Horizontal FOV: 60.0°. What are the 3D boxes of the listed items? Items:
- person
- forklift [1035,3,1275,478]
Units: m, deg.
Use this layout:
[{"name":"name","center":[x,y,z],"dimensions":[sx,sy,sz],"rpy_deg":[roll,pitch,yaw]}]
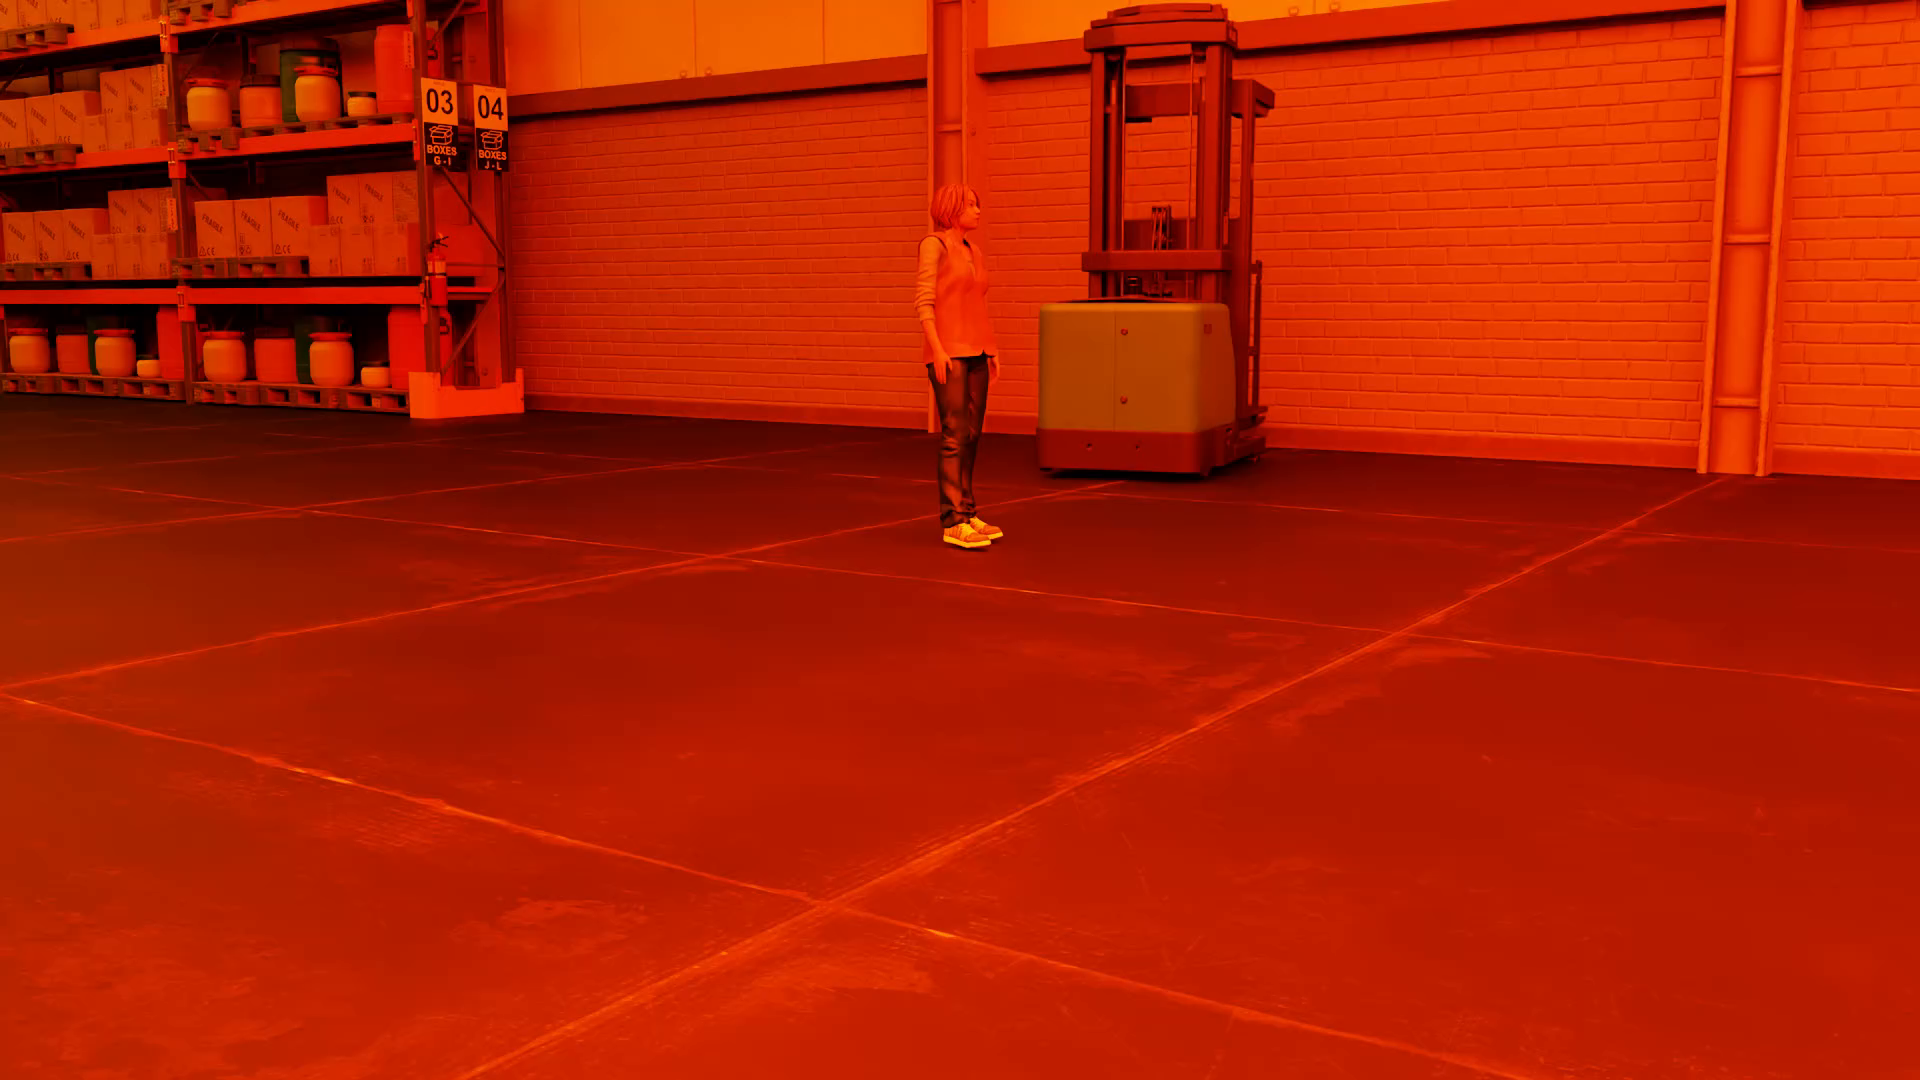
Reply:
[{"name":"person","center":[0.054,-0.791,7.437],"dimensions":[0.473,1.599,0.520],"rpy_deg":[5,10,34]},{"name":"forklift","center":[1.481,-1.999,11.250],"dimensions":[1.130,2.935,3.031],"rpy_deg":[3,9,21]}]
